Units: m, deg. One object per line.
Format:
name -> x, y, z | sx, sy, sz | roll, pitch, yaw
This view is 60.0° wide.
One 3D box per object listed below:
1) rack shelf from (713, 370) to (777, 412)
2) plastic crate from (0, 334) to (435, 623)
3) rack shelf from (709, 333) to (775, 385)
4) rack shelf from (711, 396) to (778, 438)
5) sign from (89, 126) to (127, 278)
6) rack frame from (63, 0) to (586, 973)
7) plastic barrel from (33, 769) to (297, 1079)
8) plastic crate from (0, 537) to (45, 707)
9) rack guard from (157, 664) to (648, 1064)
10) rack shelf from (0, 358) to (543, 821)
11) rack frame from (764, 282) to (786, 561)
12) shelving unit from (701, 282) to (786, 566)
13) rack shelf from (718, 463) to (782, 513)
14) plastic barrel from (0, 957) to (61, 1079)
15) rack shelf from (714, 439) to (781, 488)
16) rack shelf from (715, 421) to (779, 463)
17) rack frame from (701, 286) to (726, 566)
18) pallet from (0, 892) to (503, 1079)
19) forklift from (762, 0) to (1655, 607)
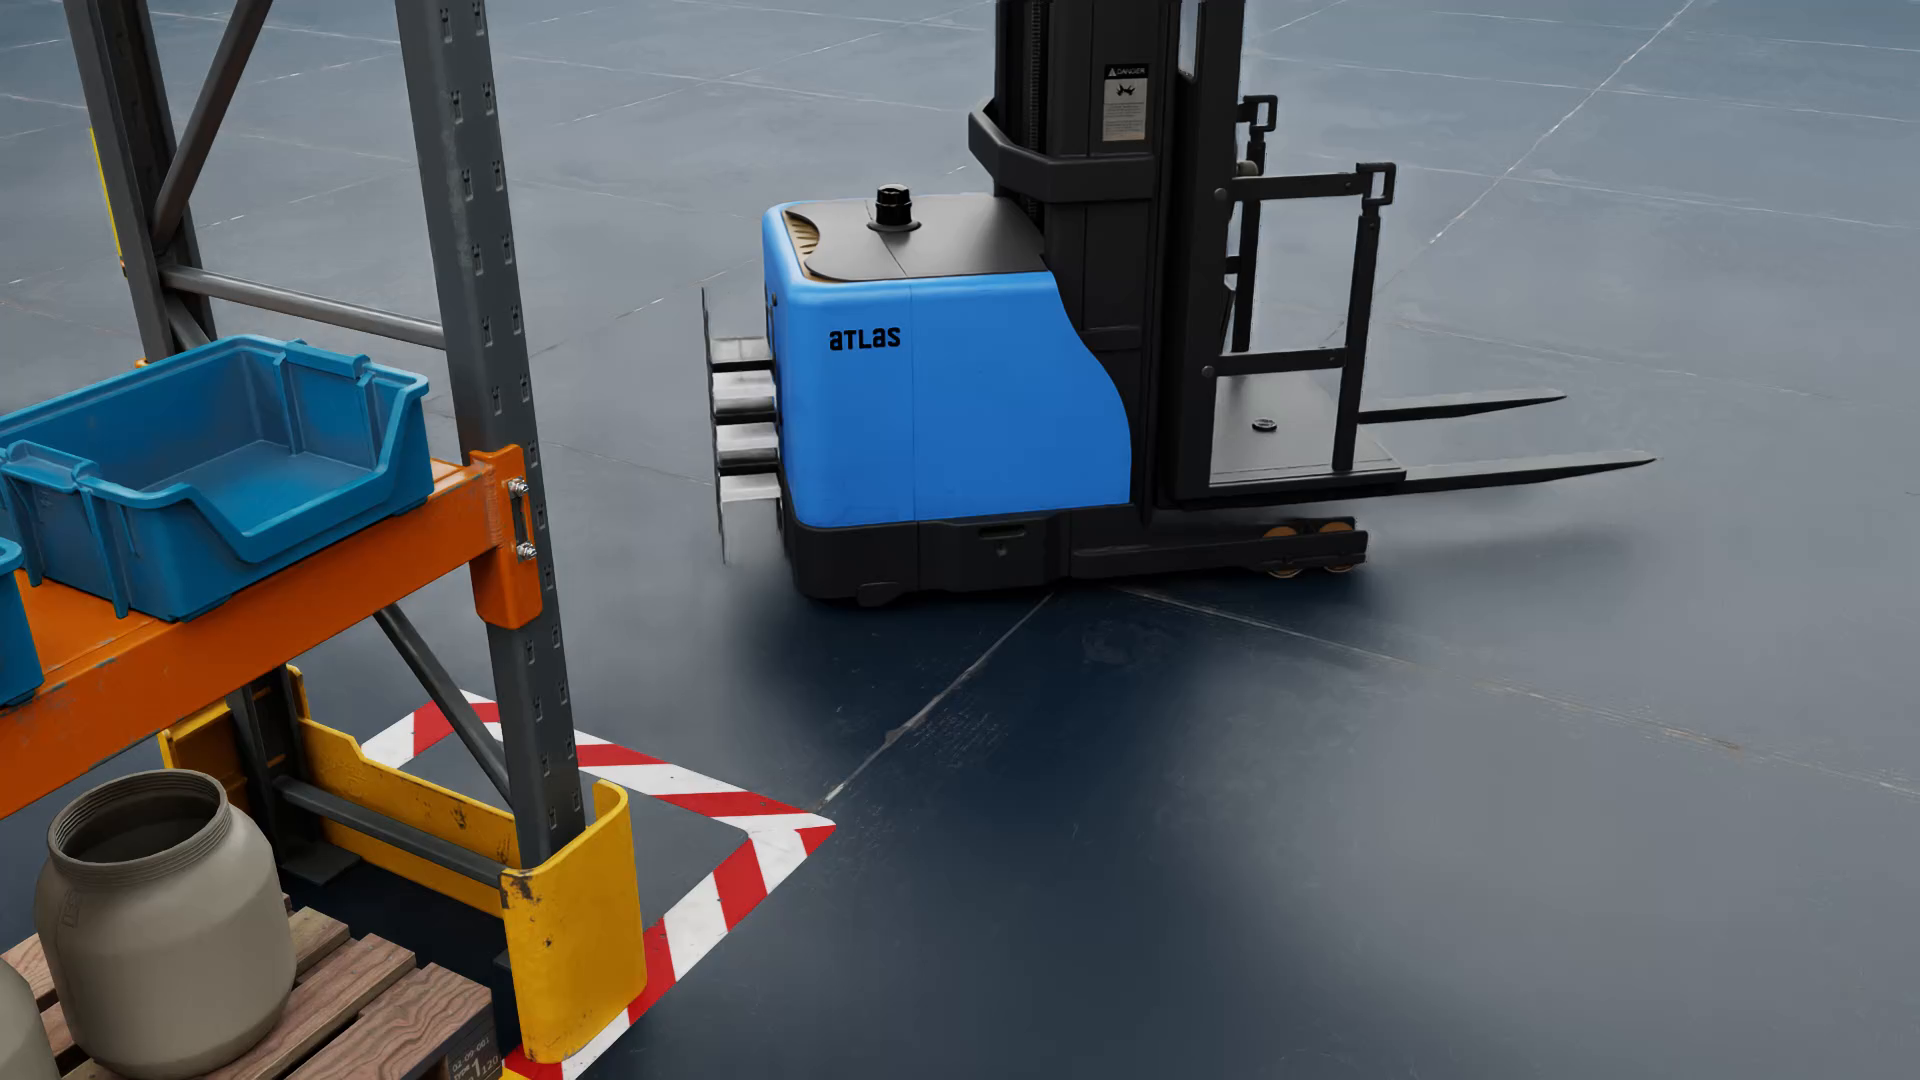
rack shelf -> -0.712, -0.508, 5.432 | 0.200, 0.077, 0.258 | -5, 27, -10
plastic crate -> -1.265, -0.127, 2.818 | 0.499, 0.251, 0.616 | 14, 30, 26
rack shelf -> -0.712, -0.588, 5.392 | 0.200, 0.077, 0.258 | -5, 27, -10
rack shelf -> -0.712, -0.428, 5.472 | 0.200, 0.077, 0.258 | -5, 27, -10
sign -> -1.756, -0.701, 3.489 | 0.100, 0.325, 0.005 | 14, 30, 26
rack frame -> -1.279, -0.454, 3.306 | 1.000, 3.000, 0.127 | 14, 30, 26
plastic barrel -> -1.536, 0.744, 3.223 | 0.421, 0.512, 0.421 | 0, 27, 0
plastic crate -> -1.589, 0.125, 2.315 | 0.499, 0.251, 0.408 | 14, 30, 26
rack guard -> -1.276, 0.704, 3.786 | 1.175, 0.500, 0.348 | 14, 30, 26
rack shelf -> -2.263, 0.647, 1.910 | 1.077, 0.370, 4.000 | 14, 30, 26
rack frame -> -0.612, -0.386, 5.515 | 0.006, 0.900, 0.240 | -5, 27, -10
shelving unit -> -0.712, -0.377, 5.498 | 0.210, 0.900, 0.258 | -5, 27, -10
rack shelf -> -0.712, -0.186, 5.593 | 0.200, 0.077, 0.258 | -5, 27, -10
plastic barrel -> -1.783, 0.939, 2.833 | 0.421, 0.512, 0.421 | 0, 27, 0
rack shelf -> -0.712, -0.267, 5.553 | 0.200, 0.077, 0.258 | -5, 27, -10
rack shelf -> -0.712, -0.347, 5.512 | 0.200, 0.077, 0.258 | -5, 27, -10
rack frame -> -0.812, -0.368, 5.480 | 0.006, 0.900, 0.240 | -5, 27, -10
pallet -> -1.680, 1.148, 3.220 | 1.003, 0.211, 1.213 | 14, 30, 26
forklift -> 0.886, -1.412, 5.297 | 3.031, 2.935, 1.130 | -5, 27, -10
